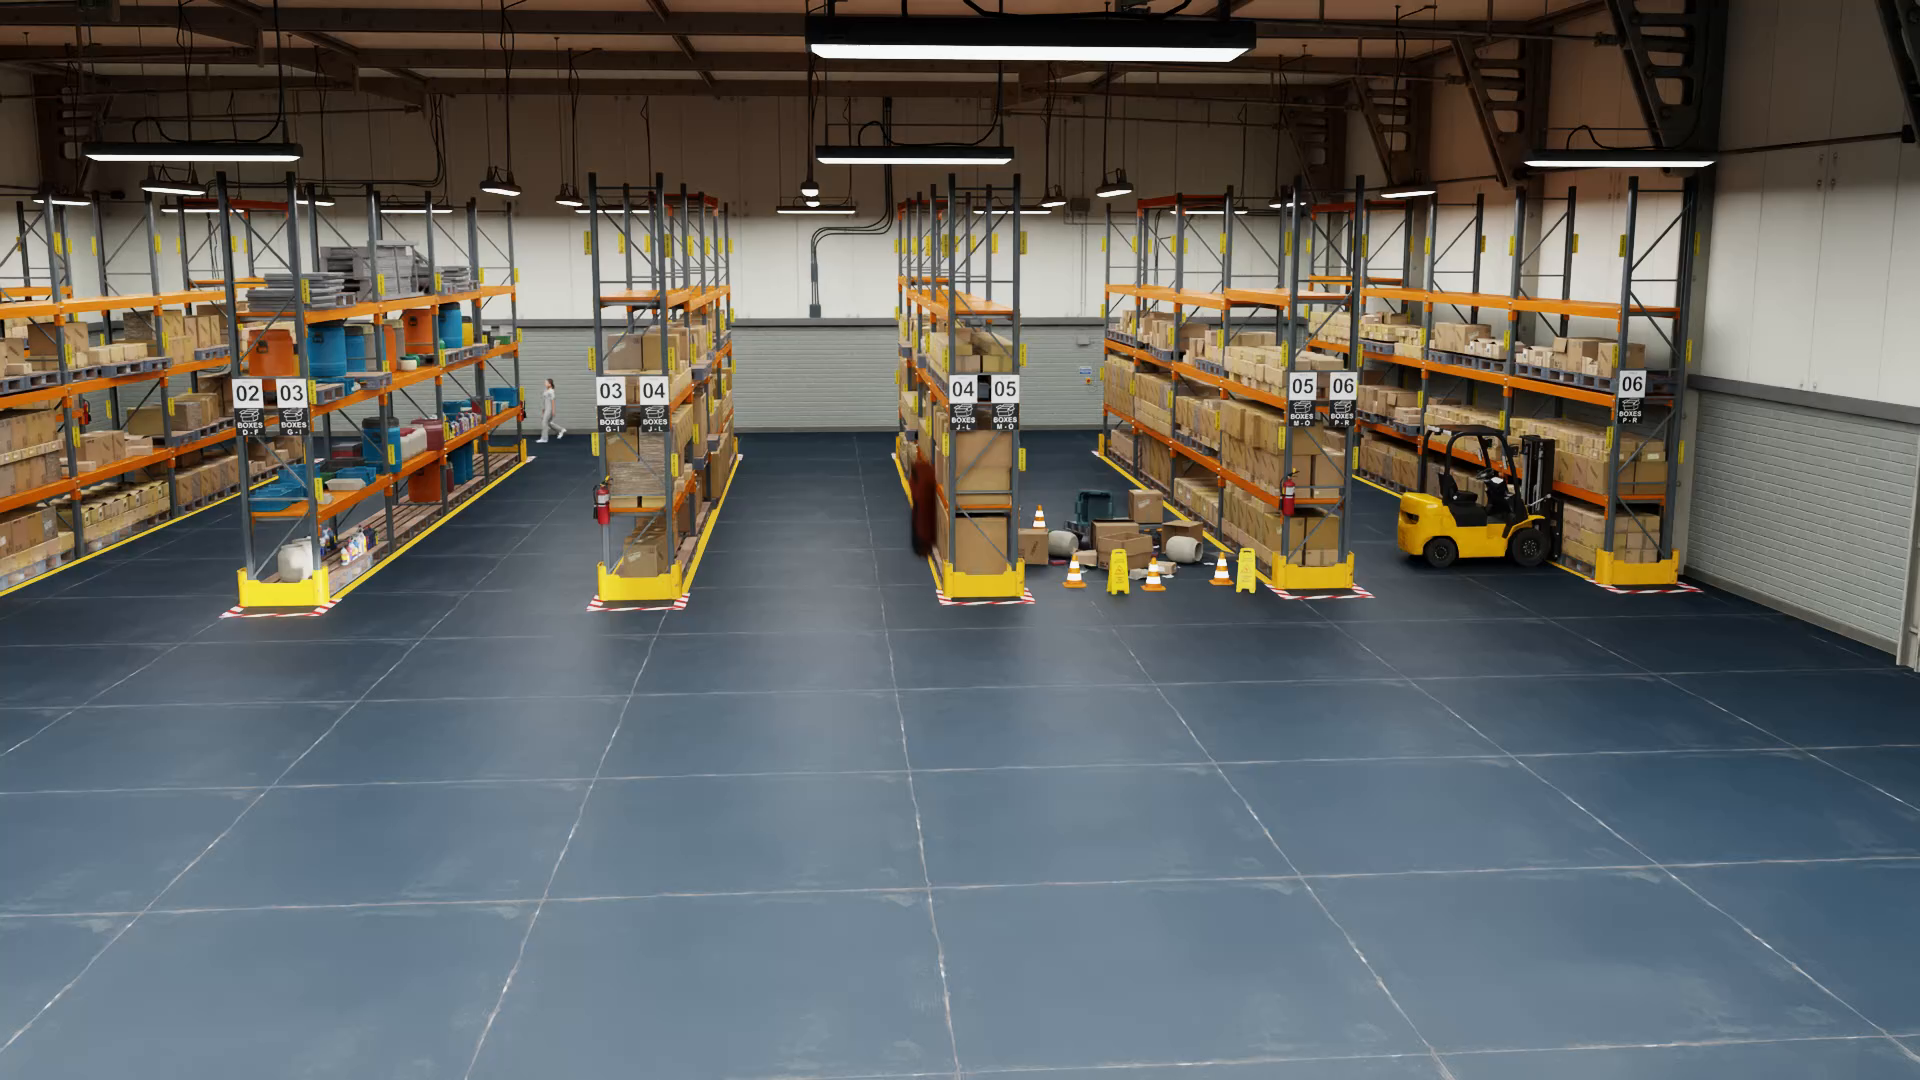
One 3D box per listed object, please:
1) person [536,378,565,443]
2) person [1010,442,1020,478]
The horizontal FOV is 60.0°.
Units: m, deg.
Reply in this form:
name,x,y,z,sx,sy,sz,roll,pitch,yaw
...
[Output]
name,x,y,z,sx,sy,sz,roll,pitch,yaw
person,-10.581,-3.358,42.955,0.815,1.653,0.496,-8,13,-38
person,0.983,-2.162,35.821,0.587,1.787,0.547,5,11,26
